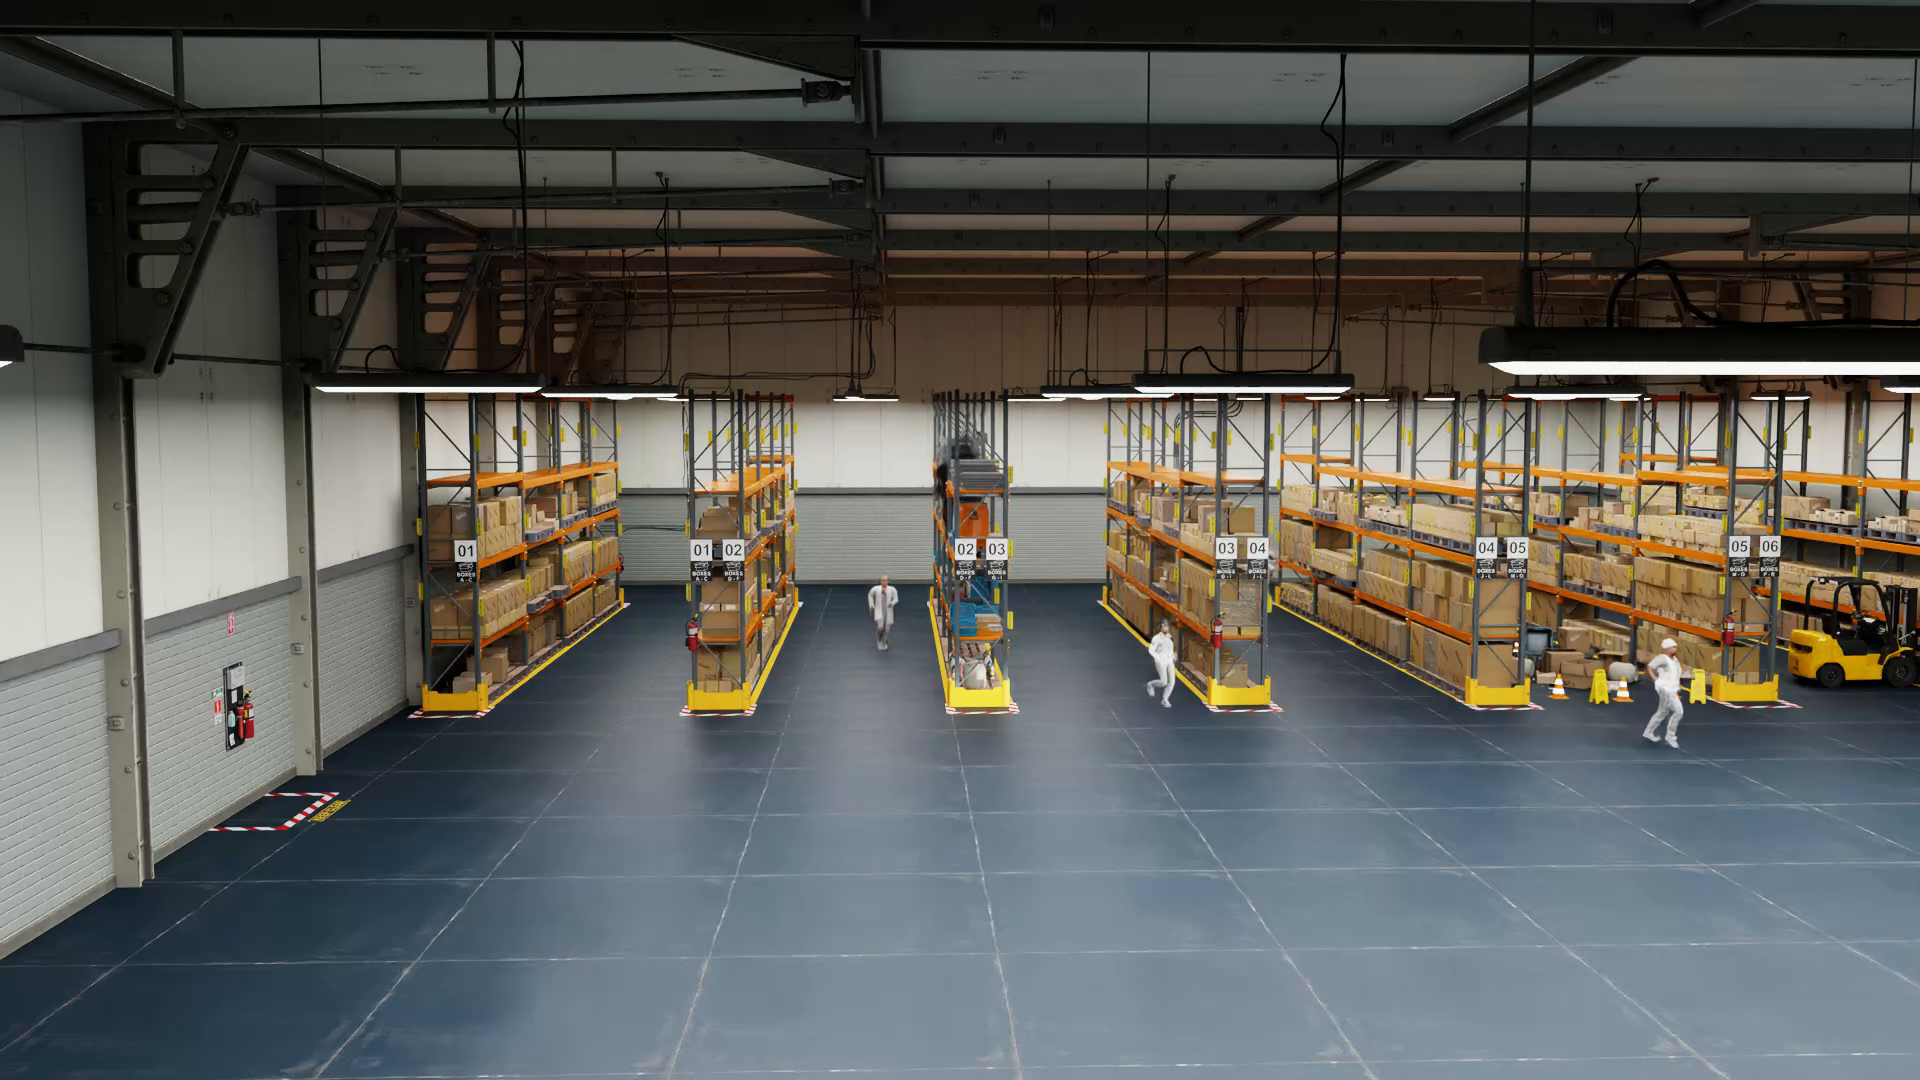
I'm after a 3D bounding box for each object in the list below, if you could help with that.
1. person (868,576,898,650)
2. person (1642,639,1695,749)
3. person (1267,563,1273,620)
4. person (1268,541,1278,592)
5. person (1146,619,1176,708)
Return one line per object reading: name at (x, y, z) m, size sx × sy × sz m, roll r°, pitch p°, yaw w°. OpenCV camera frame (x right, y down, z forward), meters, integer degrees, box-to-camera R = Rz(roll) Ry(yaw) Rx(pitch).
person at (-1.767, 1.694, 38.579) m, size 0.678 × 1.745 × 0.808 m, roll -1°, pitch 5°, yaw -9°
person at (11.865, 2.569, 27.873) m, size 0.776 × 1.841 × 0.655 m, roll 3°, pitch 6°, yaw 36°
person at (8.047, 1.231, 44.402) m, size 0.672 × 1.824 × 0.762 m, roll 0°, pitch 5°, yaw 3°
person at (8.862, 0.873, 48.577) m, size 0.972 × 1.745 × 0.717 m, roll -3°, pitch 5°, yaw -32°
person at (3.846, 2.331, 31.681) m, size 0.627 × 1.678 × 0.643 m, roll -3°, pitch 6°, yaw -36°
